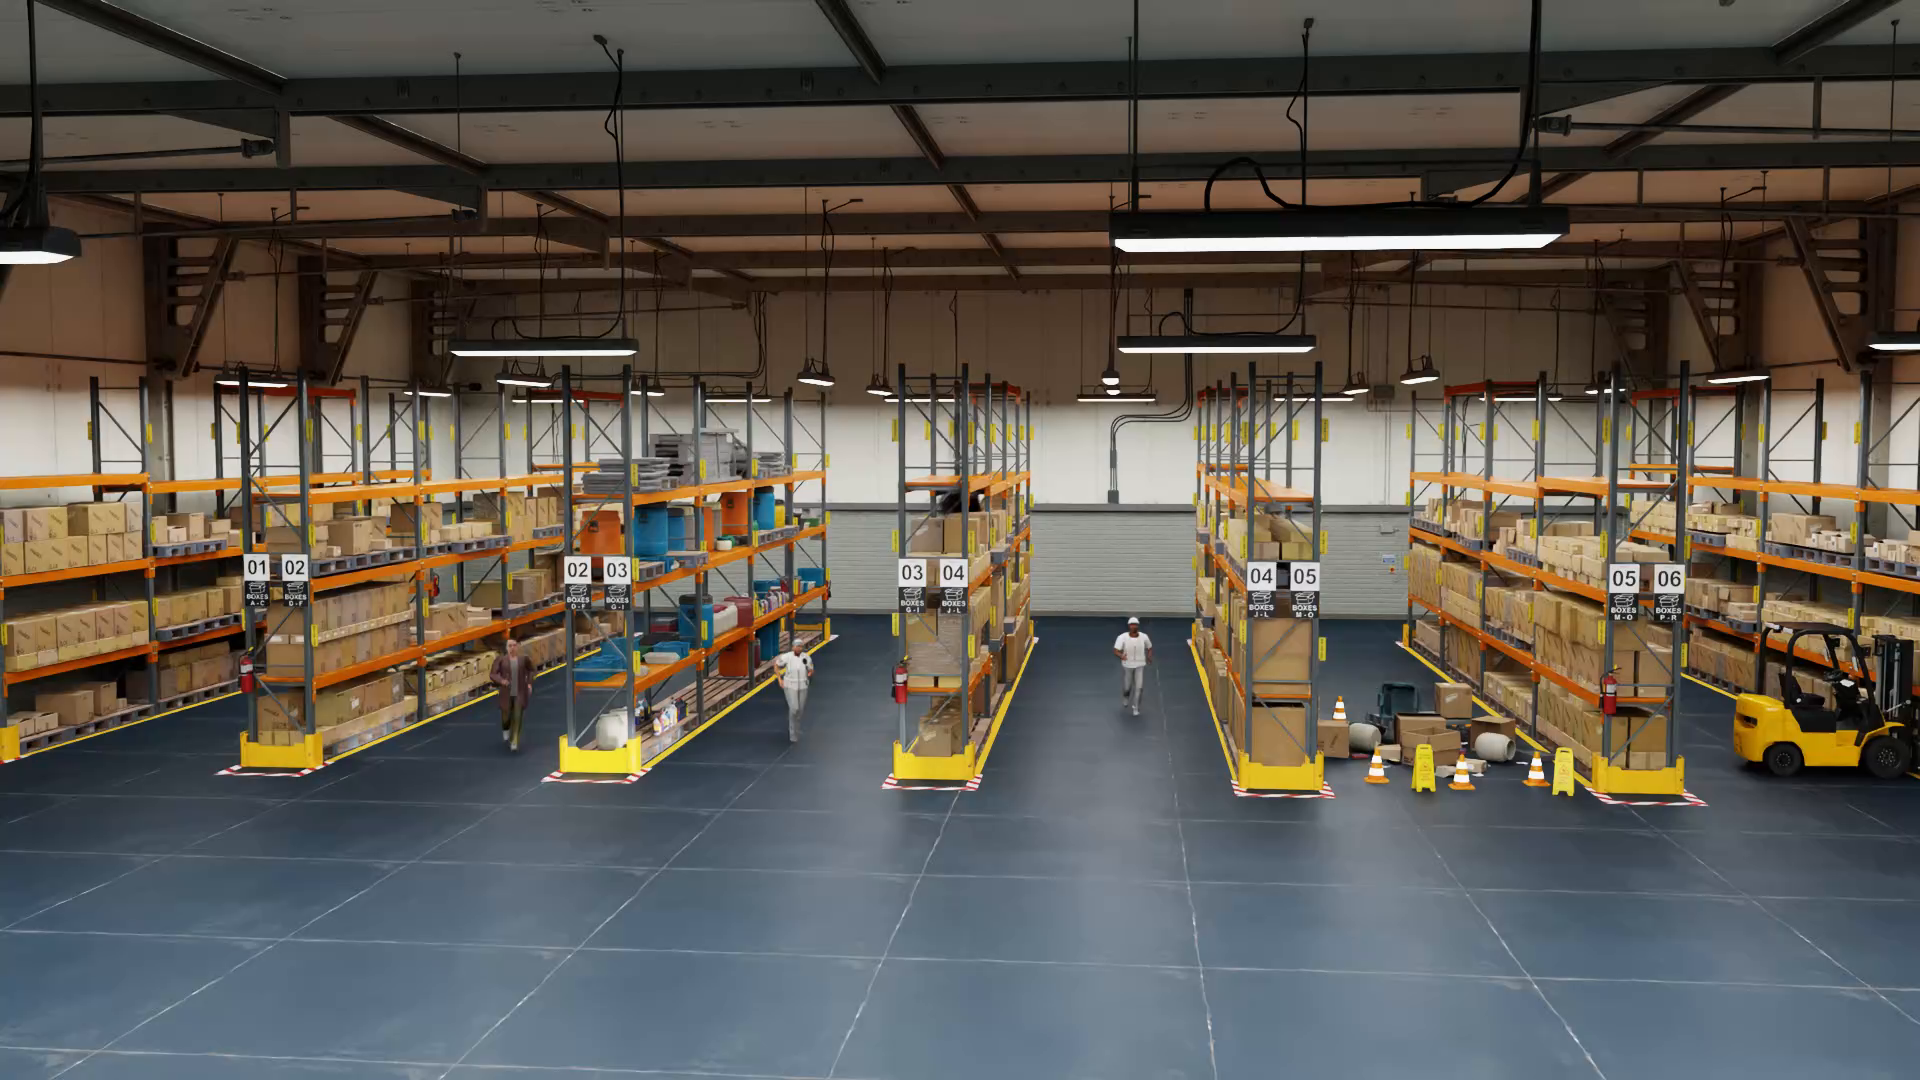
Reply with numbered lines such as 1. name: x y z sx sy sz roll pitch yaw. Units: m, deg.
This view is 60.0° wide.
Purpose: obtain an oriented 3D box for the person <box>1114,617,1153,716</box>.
1. person: 3.098 2.240 29.607 0.714 1.733 0.791 0 4 0

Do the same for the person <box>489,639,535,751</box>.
1. person: -7.088 2.433 26.348 0.712 1.745 0.835 -1 4 -20

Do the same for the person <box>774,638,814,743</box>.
1. person: -2.677 2.459 27.099 0.608 1.728 0.783 -2 4 -22
